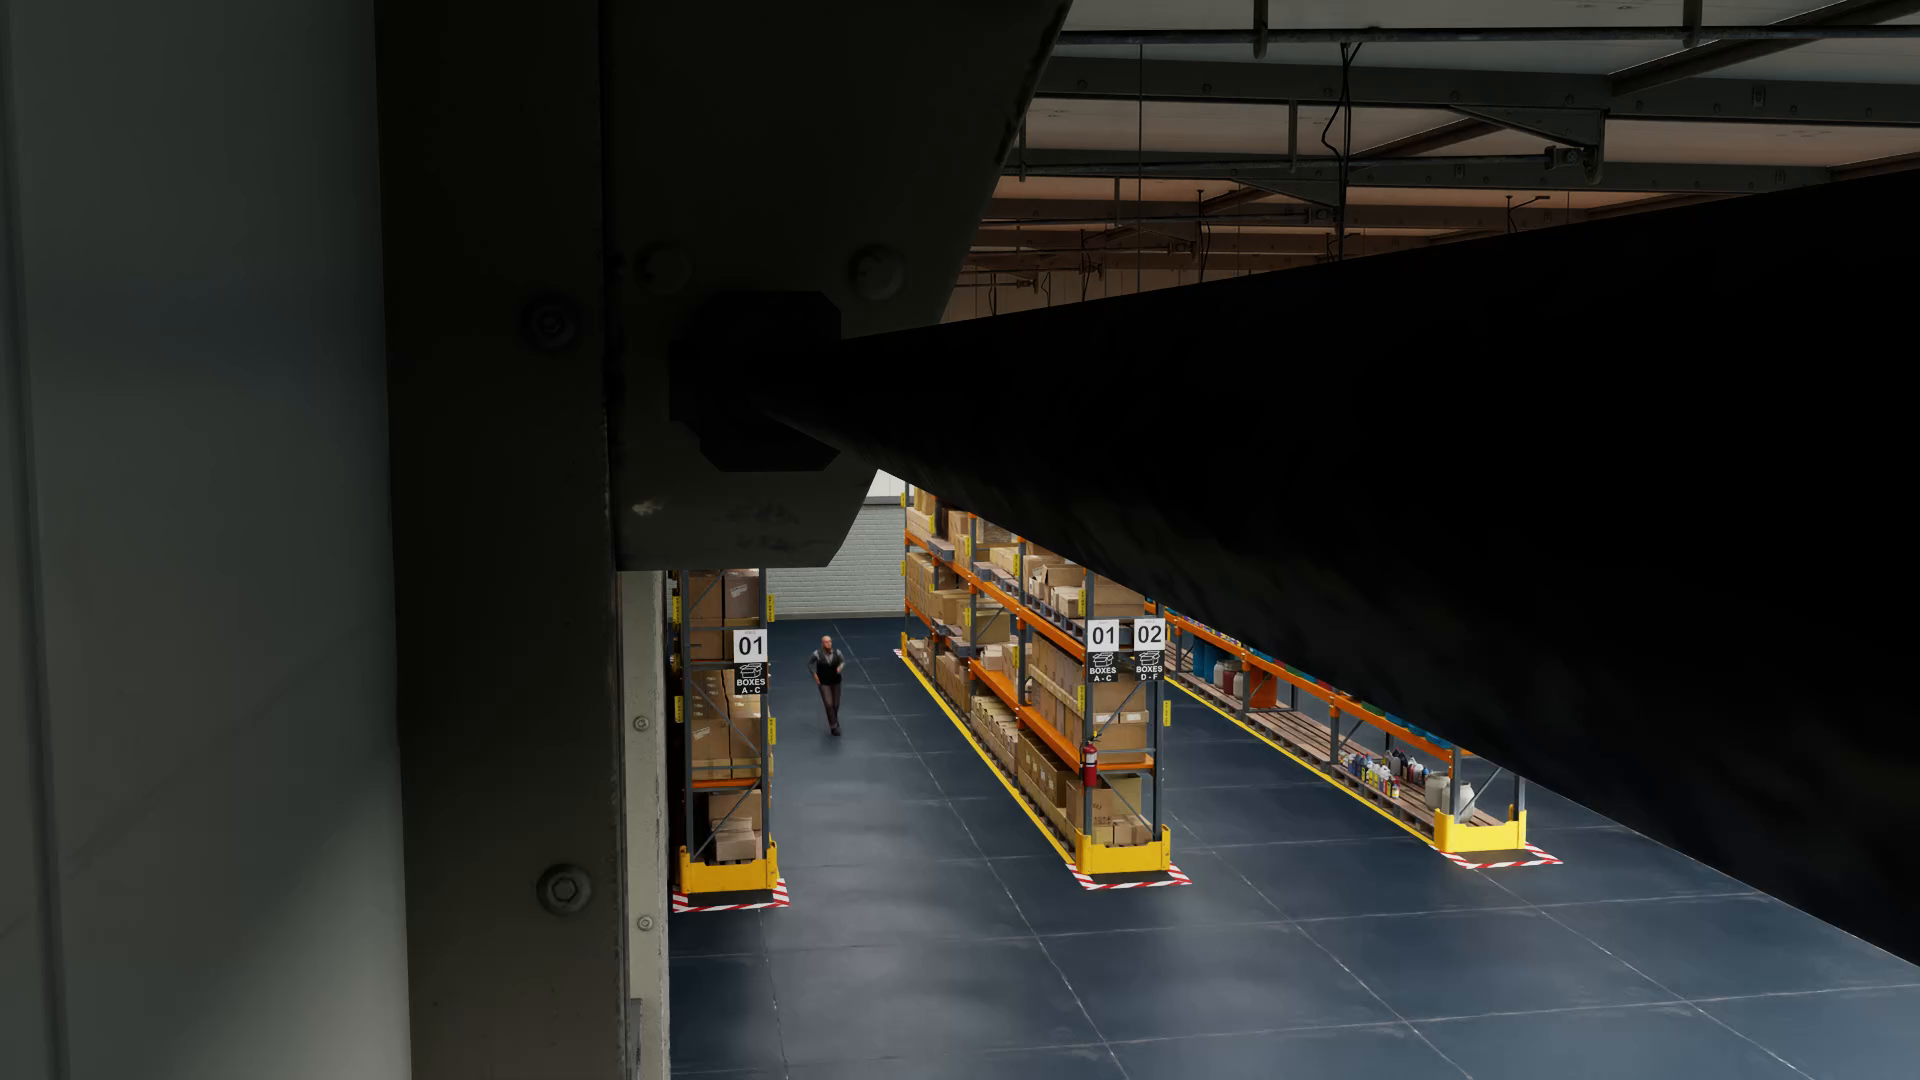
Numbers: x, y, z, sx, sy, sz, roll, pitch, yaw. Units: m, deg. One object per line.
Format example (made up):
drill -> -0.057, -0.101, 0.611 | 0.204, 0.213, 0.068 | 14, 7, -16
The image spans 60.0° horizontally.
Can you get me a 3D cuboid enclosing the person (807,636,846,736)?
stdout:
person -> -2.287, 2.488, 28.758 | 0.660, 1.697, 0.853 | -3, 6, -23
